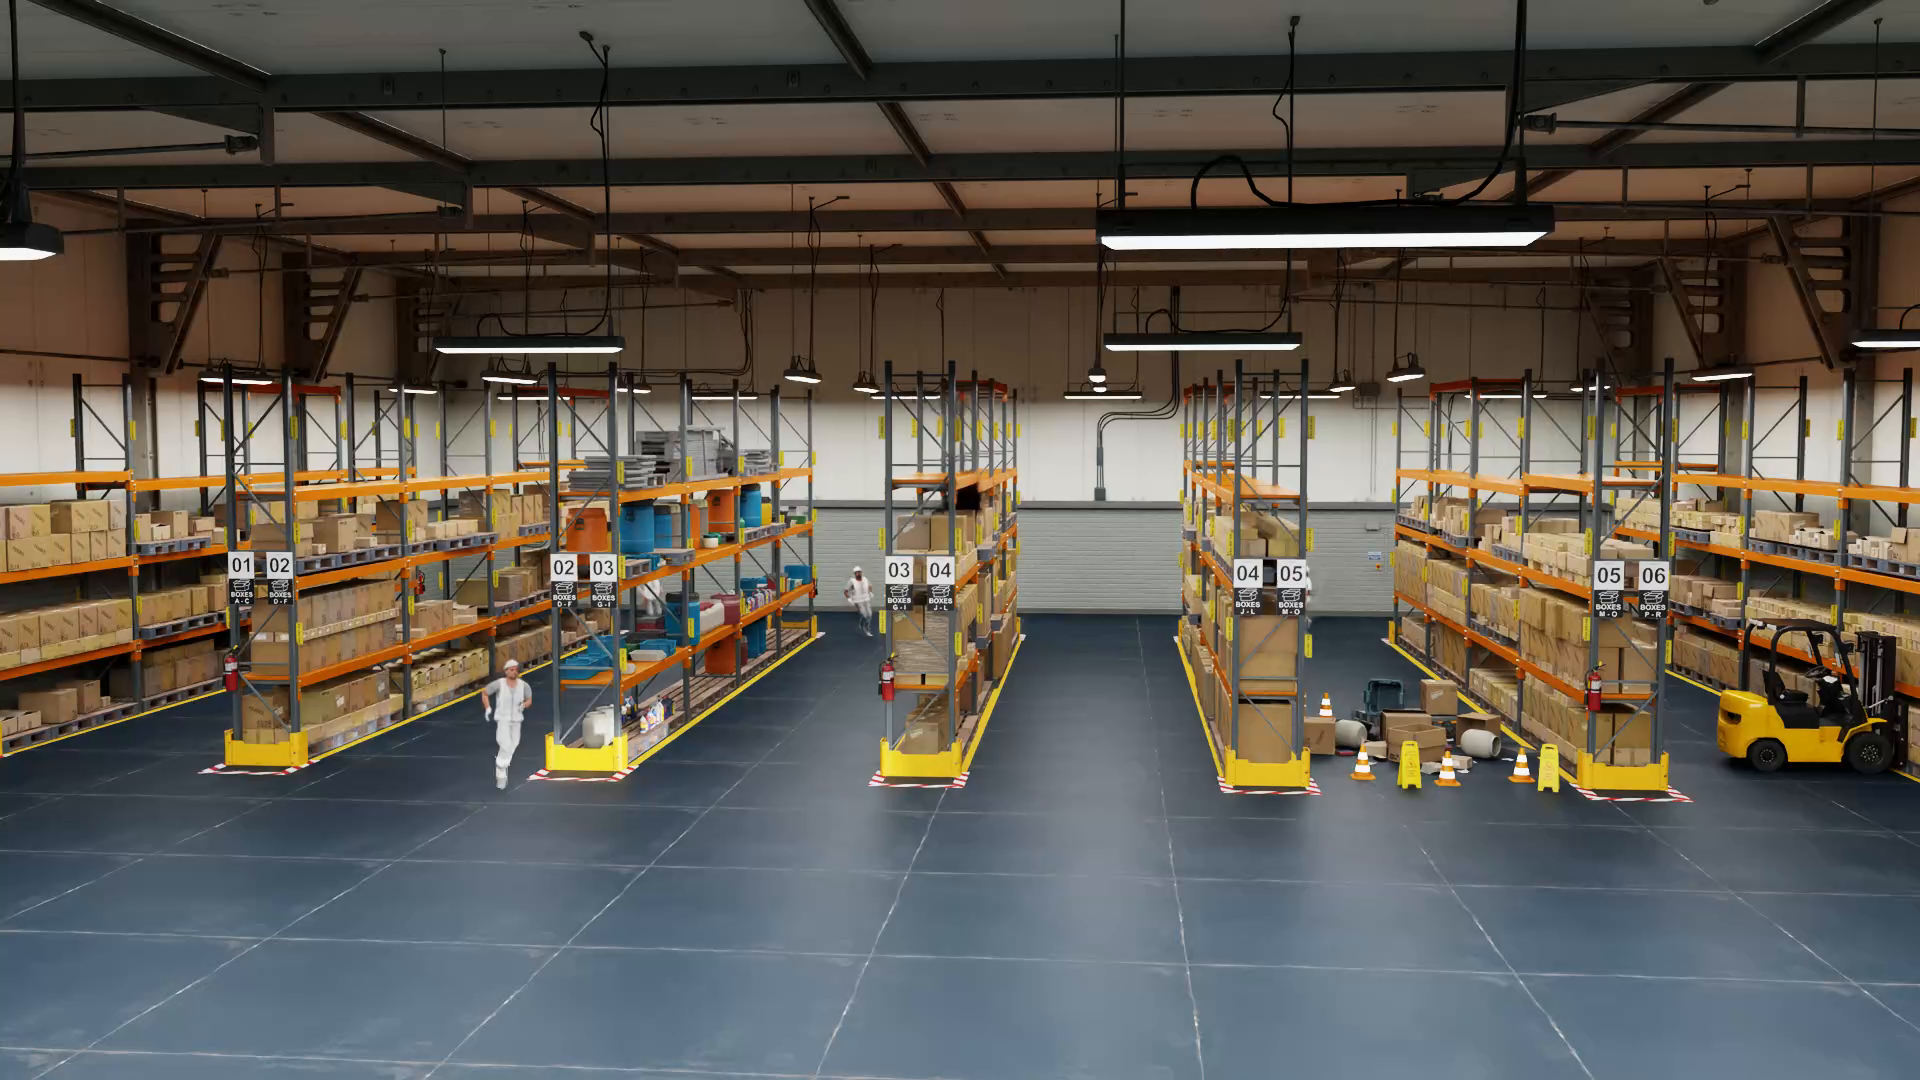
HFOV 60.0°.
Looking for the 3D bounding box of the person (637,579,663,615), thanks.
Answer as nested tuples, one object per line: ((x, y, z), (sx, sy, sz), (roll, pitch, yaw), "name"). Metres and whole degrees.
((-7.602, 1.447, 41.048), (0.687, 1.738, 0.522), (-3, 5, -35), "person")

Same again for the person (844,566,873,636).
((-2.380, 1.498, 40.227), (0.737, 1.716, 0.542), (-2, 4, -29), "person")

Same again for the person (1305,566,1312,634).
((8.311, 1.482, 40.458), (0.580, 1.717, 0.699), (0, 4, -6), "person")

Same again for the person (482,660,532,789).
((-6.374, 2.598, 23.497), (0.666, 1.829, 0.713), (-2, 5, -34), "person")
